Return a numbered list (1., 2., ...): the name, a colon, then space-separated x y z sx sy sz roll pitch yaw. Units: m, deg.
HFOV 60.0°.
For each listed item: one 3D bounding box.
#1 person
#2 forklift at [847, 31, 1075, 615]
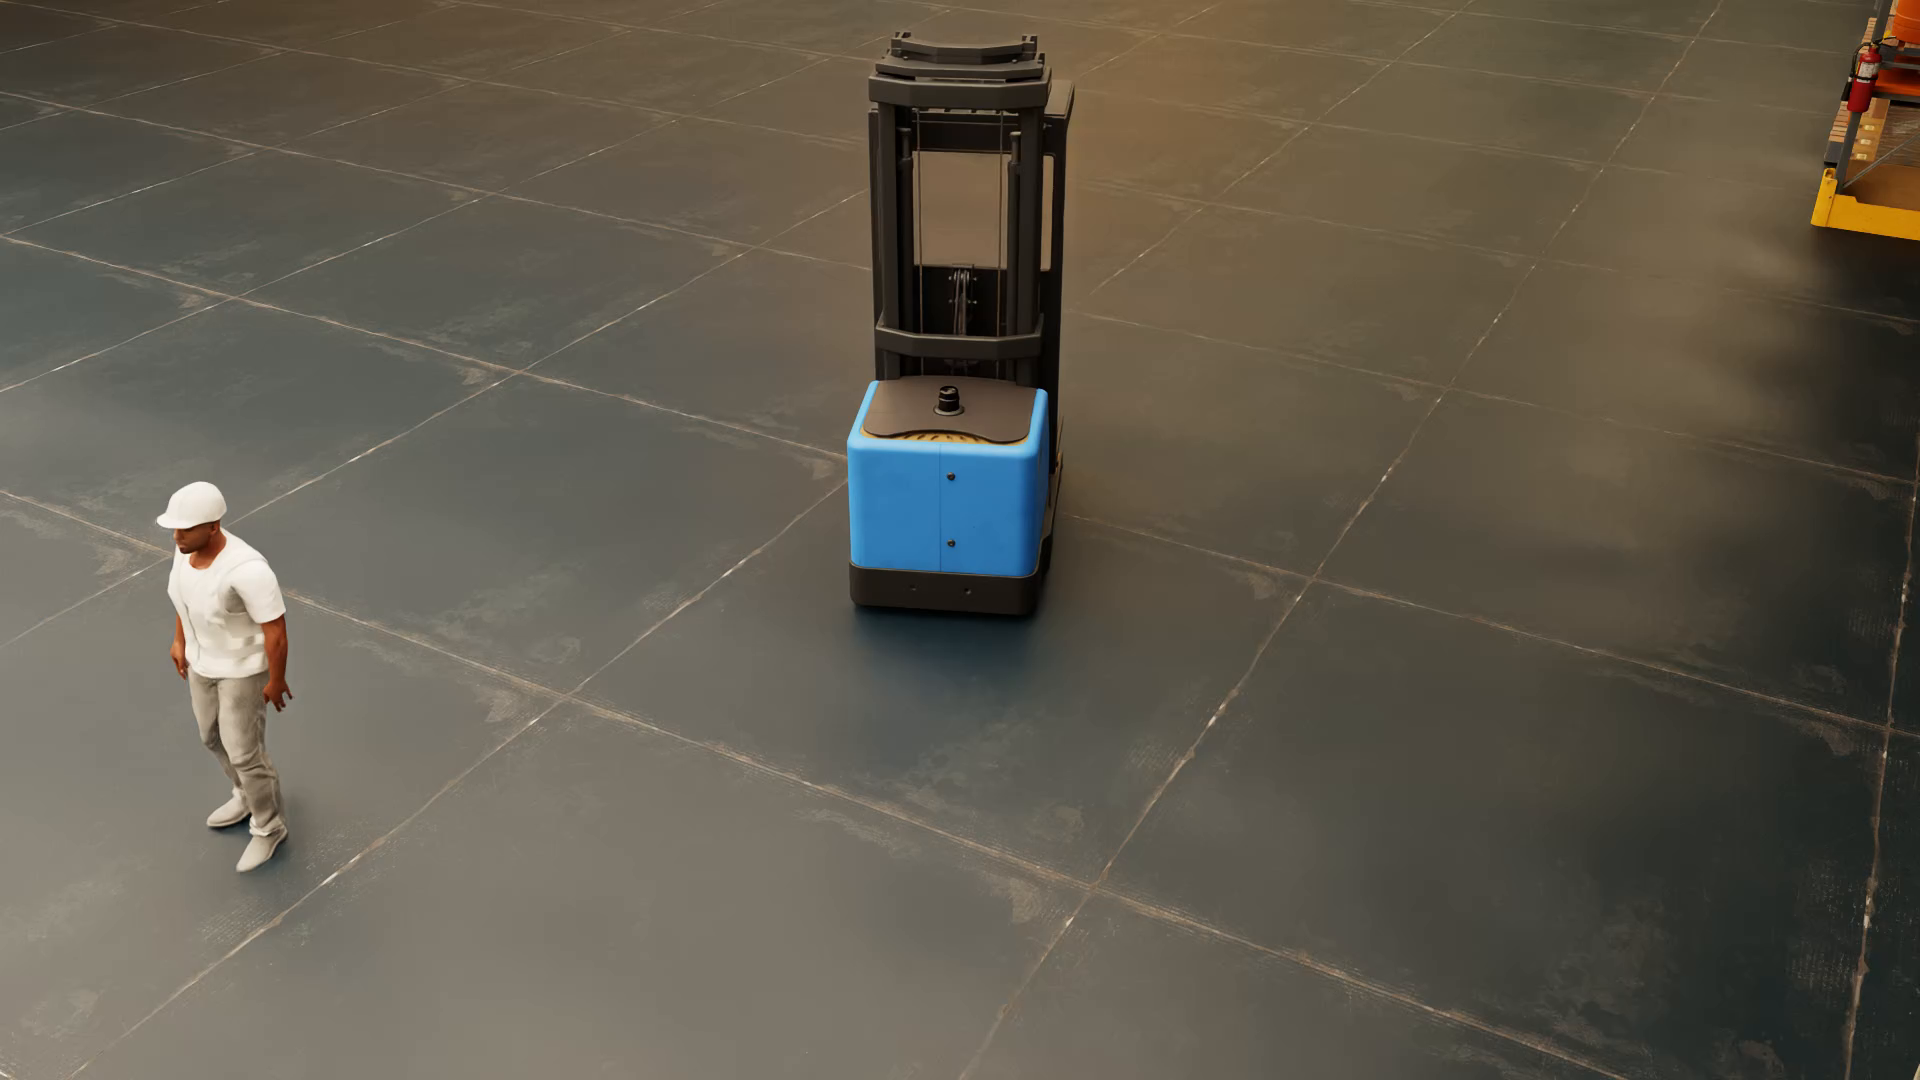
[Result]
1. person: -3.247 0.575 7.278 0.658 1.787 0.513 19 35 29
2. forklift: 0.072 -1.572 9.794 1.130 2.935 3.031 3 30 6
